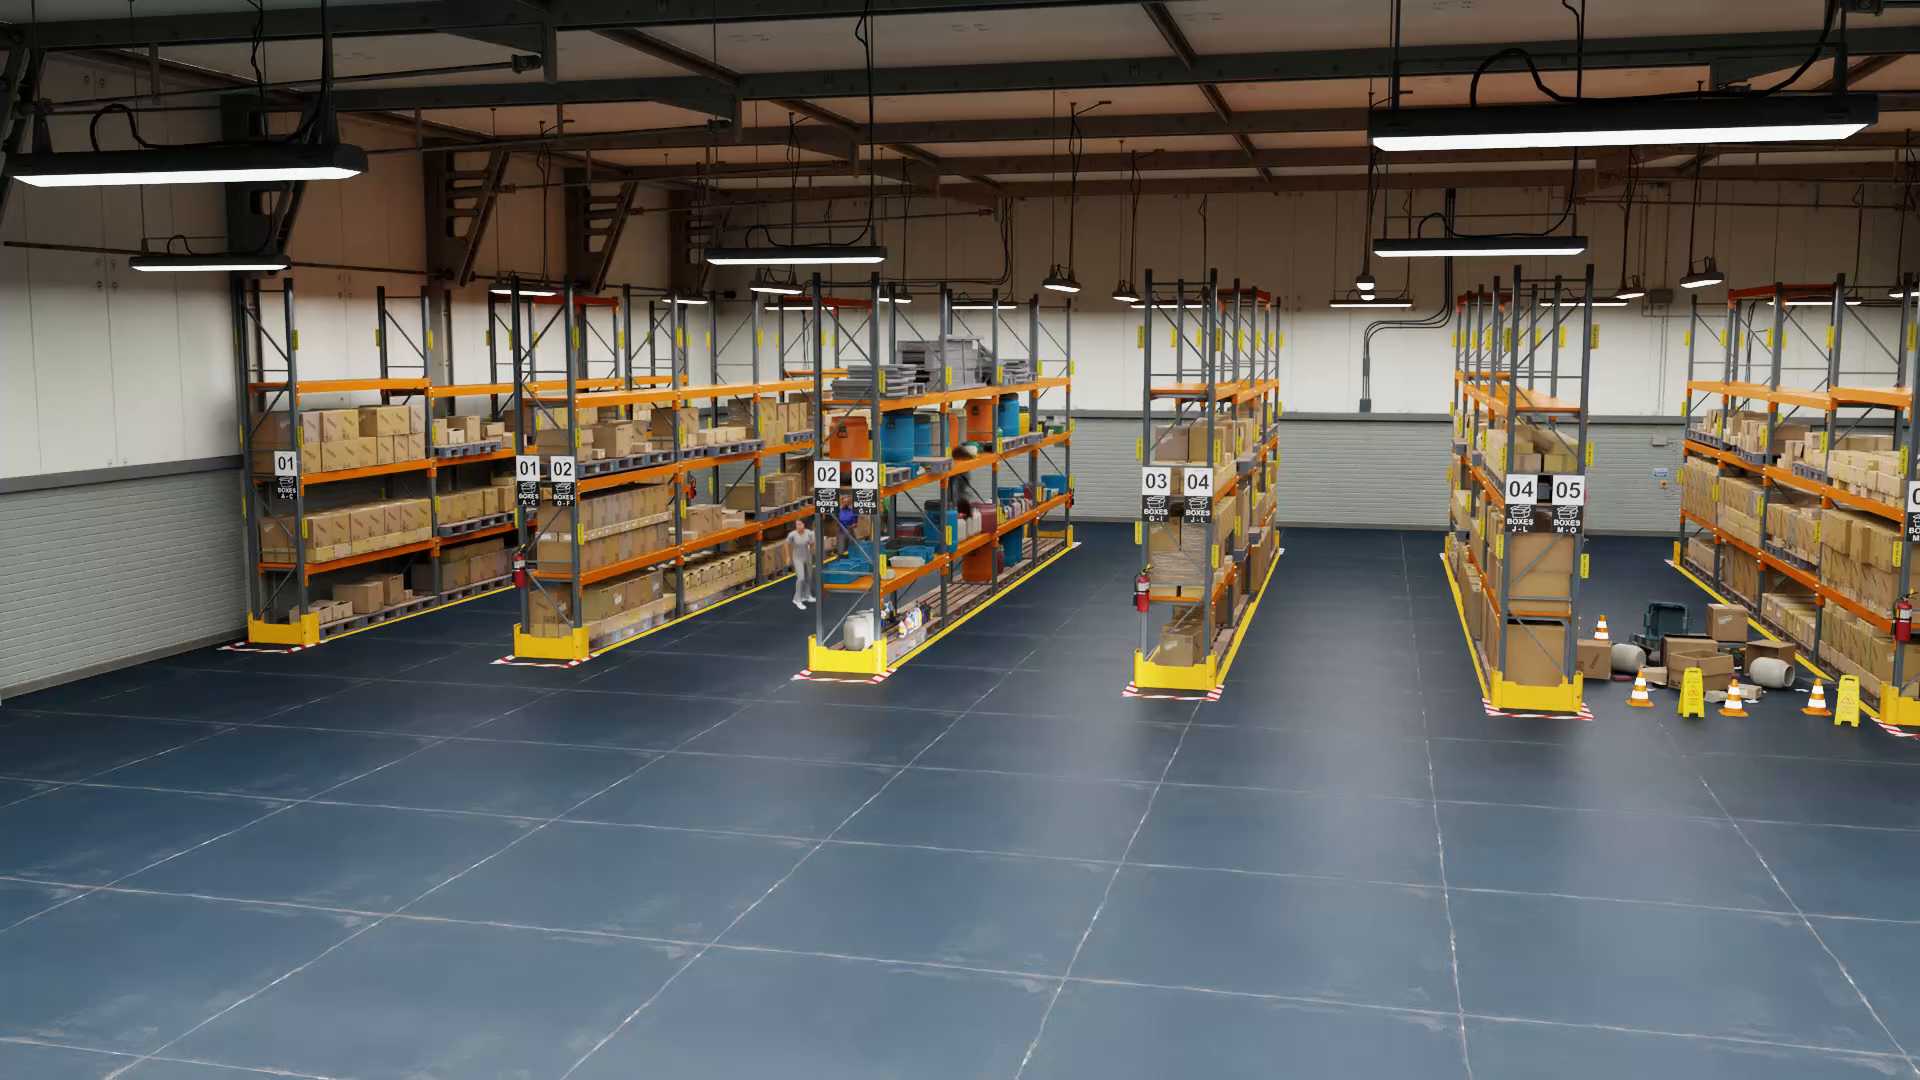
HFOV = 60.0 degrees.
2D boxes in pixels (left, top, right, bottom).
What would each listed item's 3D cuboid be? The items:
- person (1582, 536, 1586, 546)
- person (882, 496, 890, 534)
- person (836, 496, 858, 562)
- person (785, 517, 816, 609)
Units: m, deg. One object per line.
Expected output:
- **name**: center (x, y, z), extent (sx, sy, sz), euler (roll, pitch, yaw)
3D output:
- **person**: center (14.370, -0.600, 39.442), extent (0.967, 1.712, 0.668), euler (-1, 7, -4)
- **person**: center (-2.065, -1.091, 43.415), extent (0.646, 1.842, 0.864), euler (-3, 7, -24)
- **person**: center (-2.251, -0.010, 32.927), extent (0.488, 1.730, 0.783), euler (1, 7, 4)
- **person**: center (-2.788, 0.392, 29.729), extent (0.581, 1.656, 0.778), euler (-4, 8, -32)
